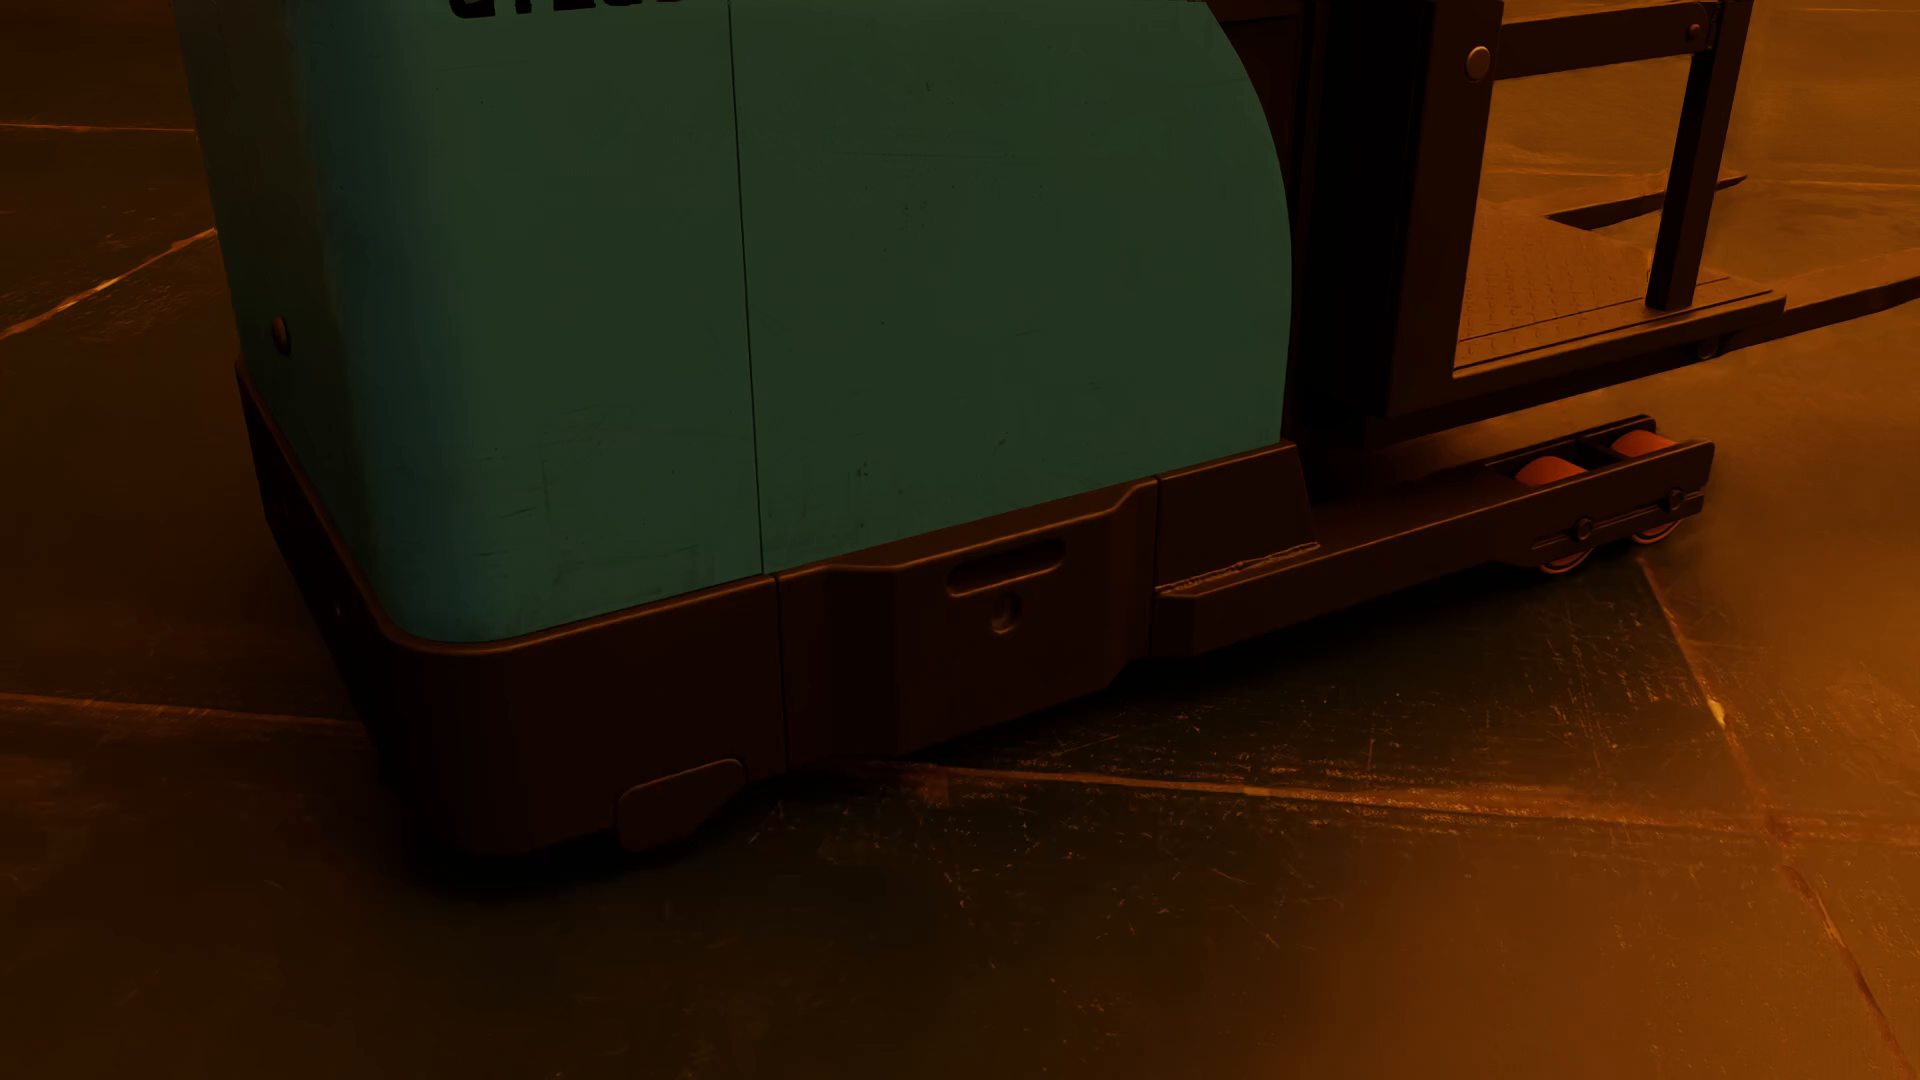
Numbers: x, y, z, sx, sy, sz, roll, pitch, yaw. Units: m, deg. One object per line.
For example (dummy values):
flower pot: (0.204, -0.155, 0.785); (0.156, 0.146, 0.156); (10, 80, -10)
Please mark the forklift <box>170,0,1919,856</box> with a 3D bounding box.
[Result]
forklift: (0.526, -1.451, 2.124); (3.031, 2.935, 1.130); (-15, 30, -27)
